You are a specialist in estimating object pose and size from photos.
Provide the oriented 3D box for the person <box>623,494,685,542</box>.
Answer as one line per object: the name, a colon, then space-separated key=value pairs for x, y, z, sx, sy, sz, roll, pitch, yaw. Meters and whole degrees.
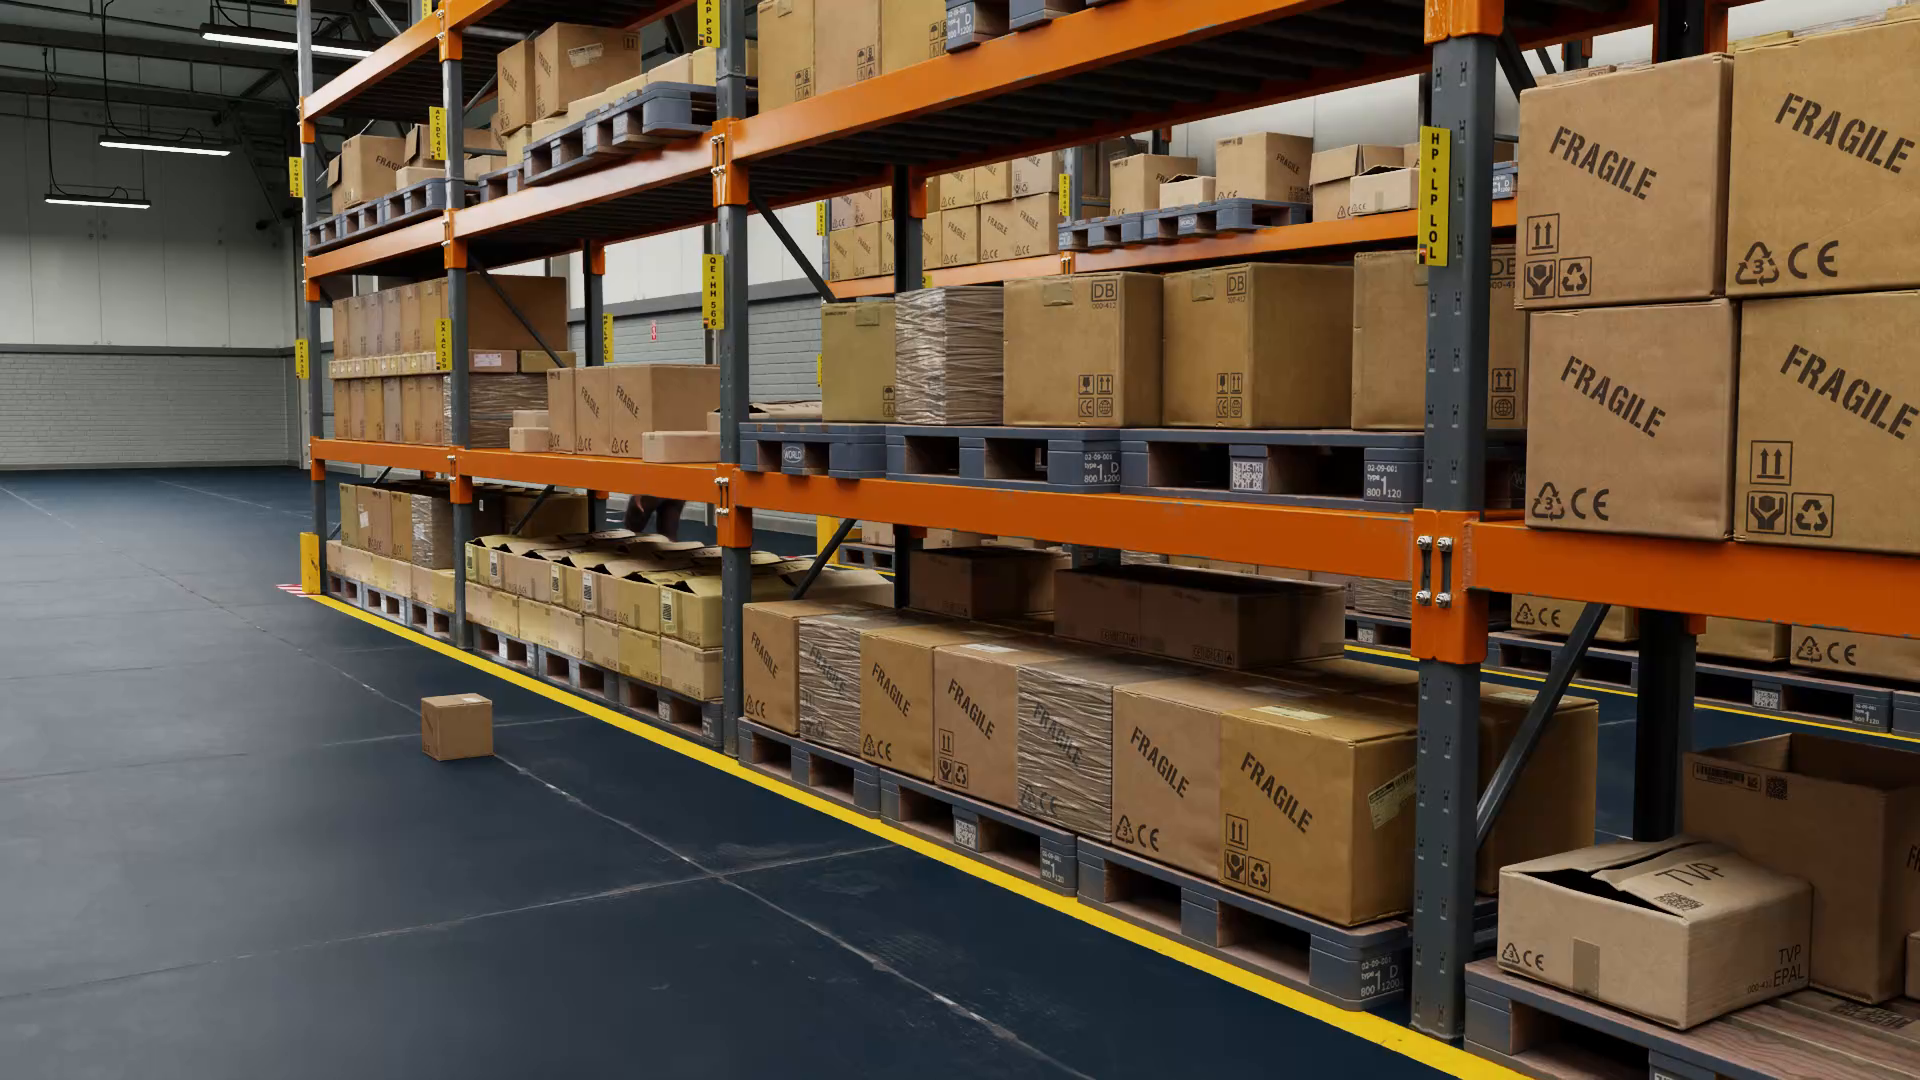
person: x=-2.452 y=-0.373 z=13.408 sx=0.547 sy=1.735 sz=0.460 roll=-3 pitch=5 yaw=-32
